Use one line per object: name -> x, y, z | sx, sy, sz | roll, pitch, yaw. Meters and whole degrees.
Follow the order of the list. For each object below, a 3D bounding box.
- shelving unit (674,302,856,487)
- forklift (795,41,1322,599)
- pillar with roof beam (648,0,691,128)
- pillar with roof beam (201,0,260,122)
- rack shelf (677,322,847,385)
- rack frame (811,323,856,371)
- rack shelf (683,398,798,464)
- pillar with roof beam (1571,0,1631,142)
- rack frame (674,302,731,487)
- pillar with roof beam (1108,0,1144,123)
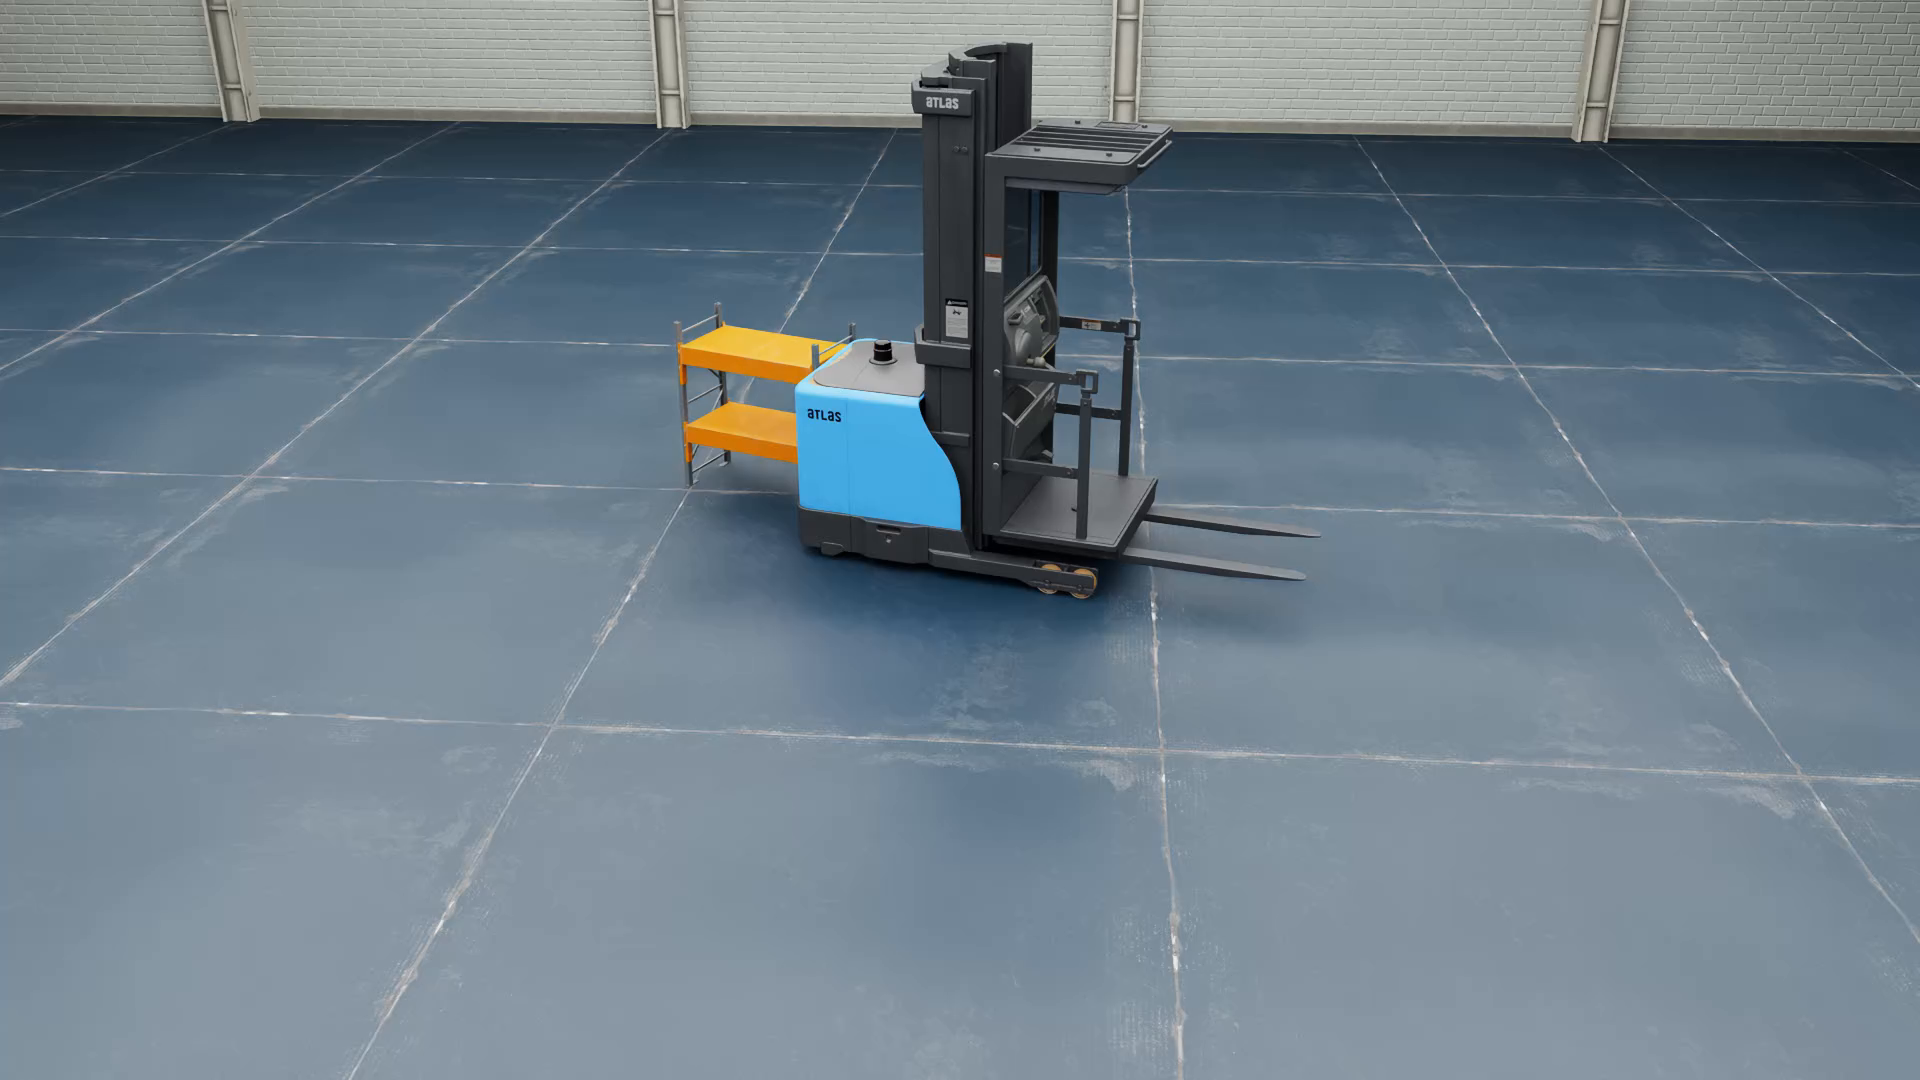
shelving unit -> -1.240, -0.865, 10.785 | 1.048, 1.125, 0.538 | 12, 27, 24
forklift -> 0.596, -1.246, 9.451 | 3.031, 2.935, 1.130 | 8, 26, 17
pillar with roof beam -> -4.164, -7.853, 16.551 | 0.400, 9.000, 9.100 | 2, 25, 4
pillar with roof beam -> -10.146, -8.045, 16.969 | 0.400, 9.000, 9.100 | 2, 25, 4
rack shelf -> -1.240, -1.131, 10.663 | 1.000, 0.278, 0.538 | 12, 27, 24
rack frame -> -0.784, -0.771, 10.580 | 0.032, 1.125, 0.500 | 12, 27, 24
rack shelf -> -1.240, -0.643, 10.887 | 1.000, 0.278, 0.538 | 12, 27, 24
pillar with roof beam -> 7.801, -7.469, 15.717 | 0.400, 9.000, 9.100 | 2, 25, 4
rack frame -> -1.695, -0.960, 10.991 | 0.032, 1.125, 0.500 | 12, 27, 24
pillar with roof beam -> 1.819, -7.661, 16.134 | 0.400, 9.000, 9.100 | 2, 25, 4
